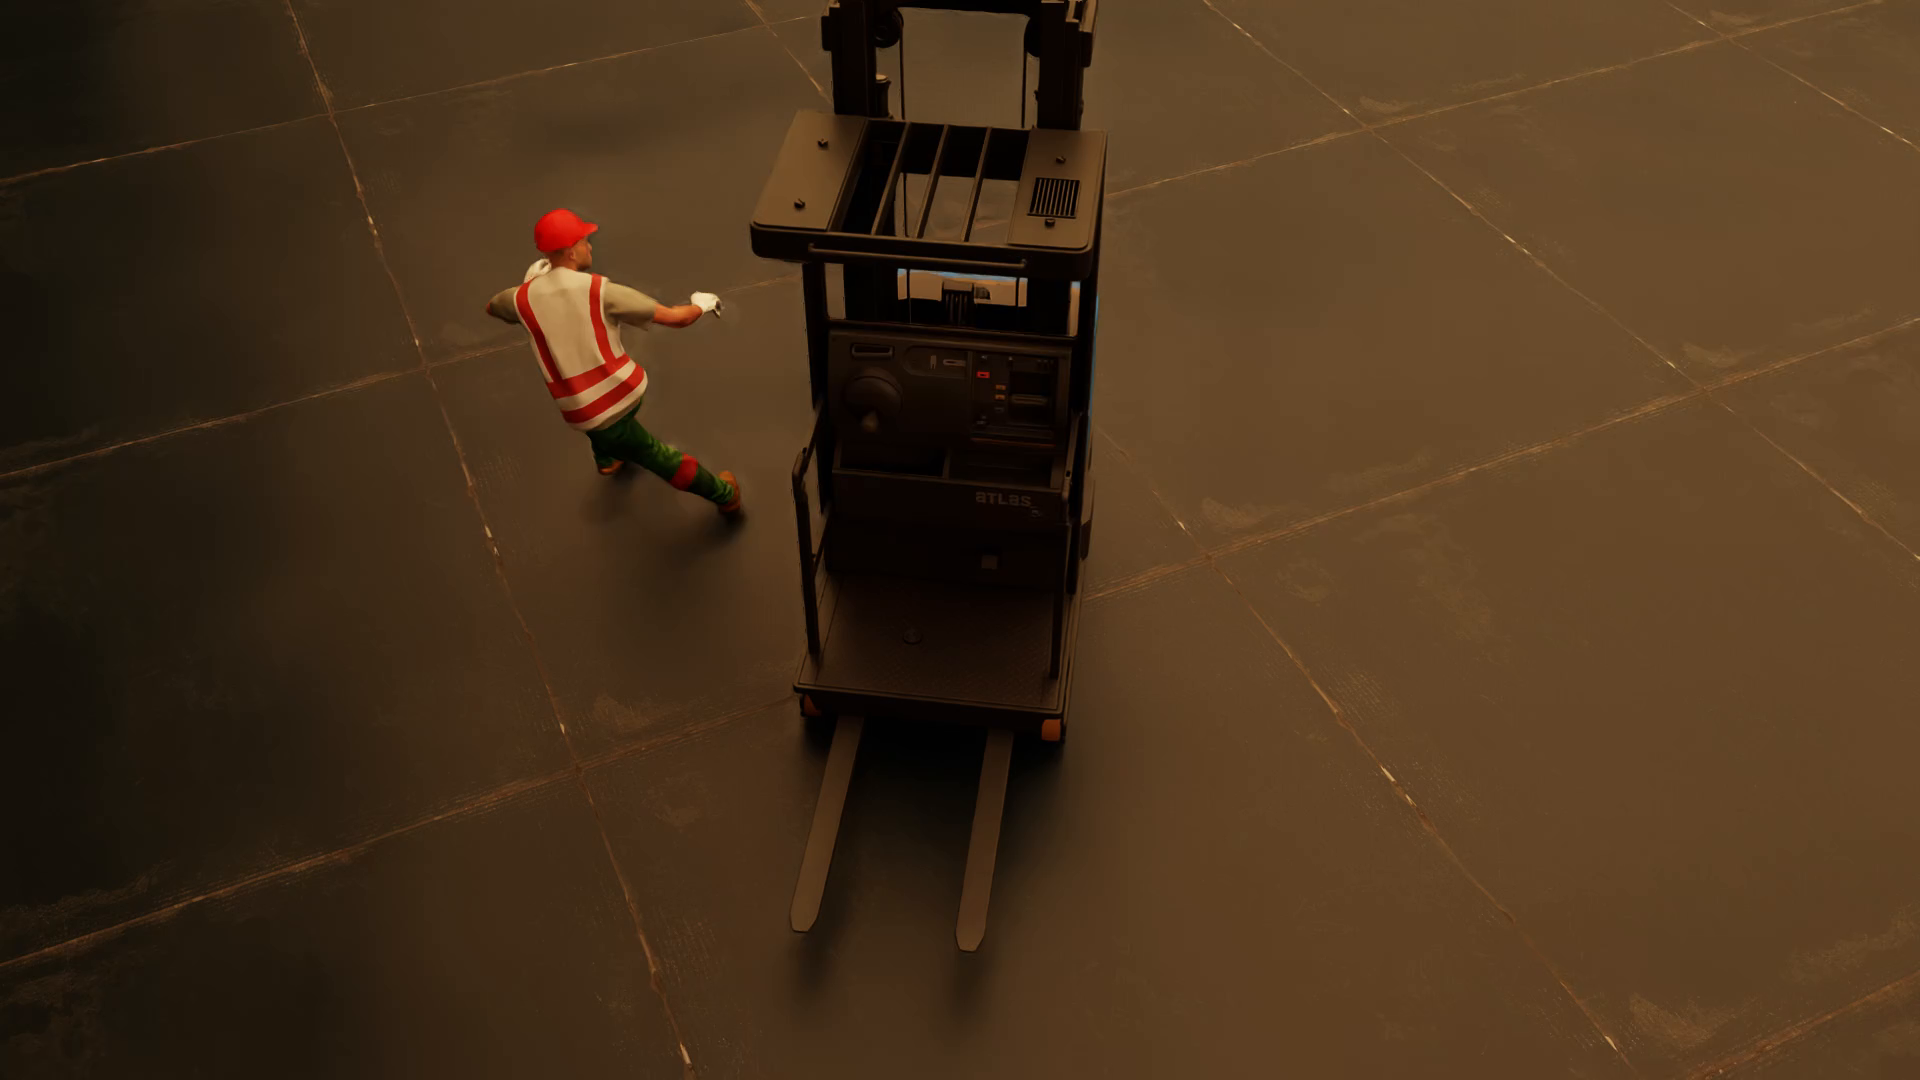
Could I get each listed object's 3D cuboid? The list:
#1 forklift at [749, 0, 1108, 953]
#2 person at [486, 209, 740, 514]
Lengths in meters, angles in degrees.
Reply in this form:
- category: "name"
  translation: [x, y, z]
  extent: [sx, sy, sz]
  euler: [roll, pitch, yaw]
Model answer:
- category: "forklift"
  translation: [-0.072, -0.493, 6.208]
  extent: [1.130, 2.935, 3.031]
  euler: [5, 43, 6]
- category: "person"
  translation: [-1.569, -0.847, 7.599]
  extent: [1.000, 1.517, 0.946]
  euler: [-18, 46, -19]
